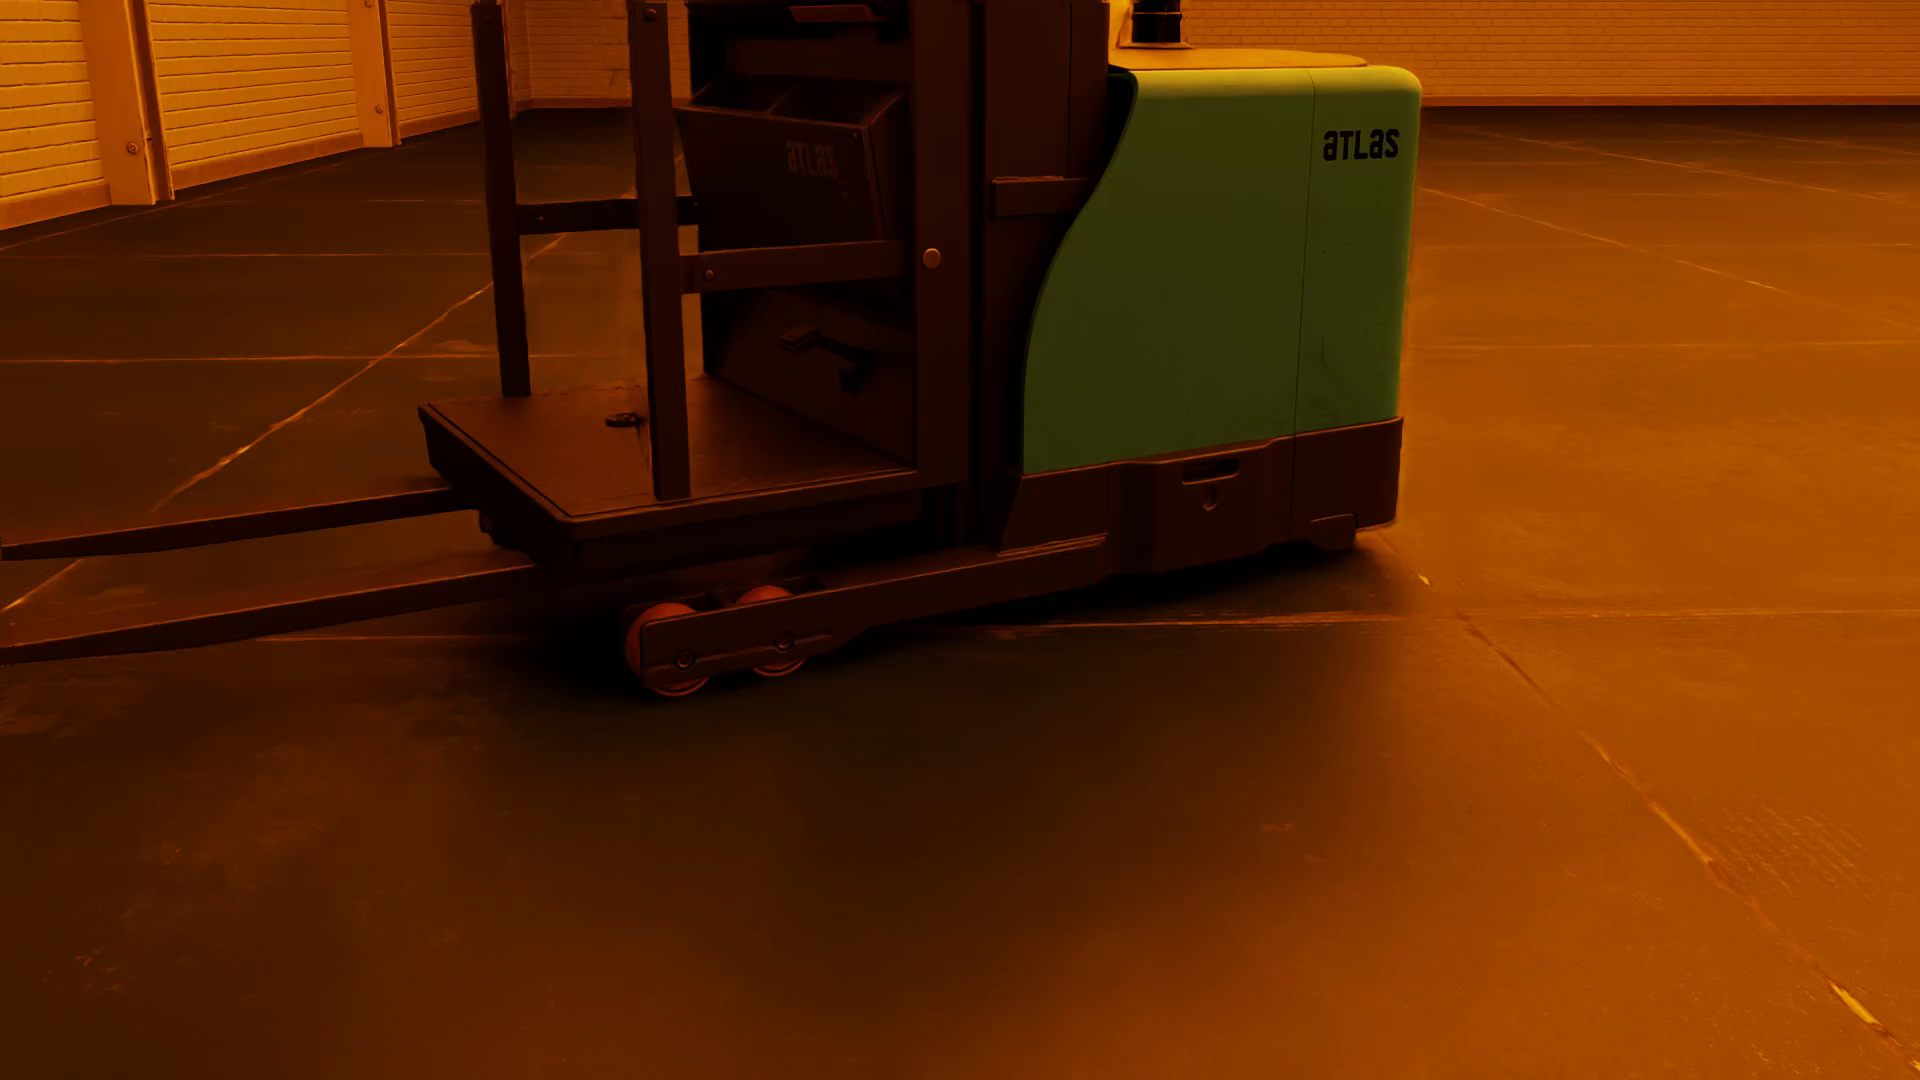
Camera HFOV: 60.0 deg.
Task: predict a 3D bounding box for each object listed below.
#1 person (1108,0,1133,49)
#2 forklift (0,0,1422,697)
[{"bbox_3d":[0.458,-1.654,6.662,0.545,1.668,0.722,-5,18,-15],"label":"person"},{"bbox_3d":[-0.524,-1.296,3.143,3.031,2.935,1.130,-10,19,-28],"label":"forklift"}]
